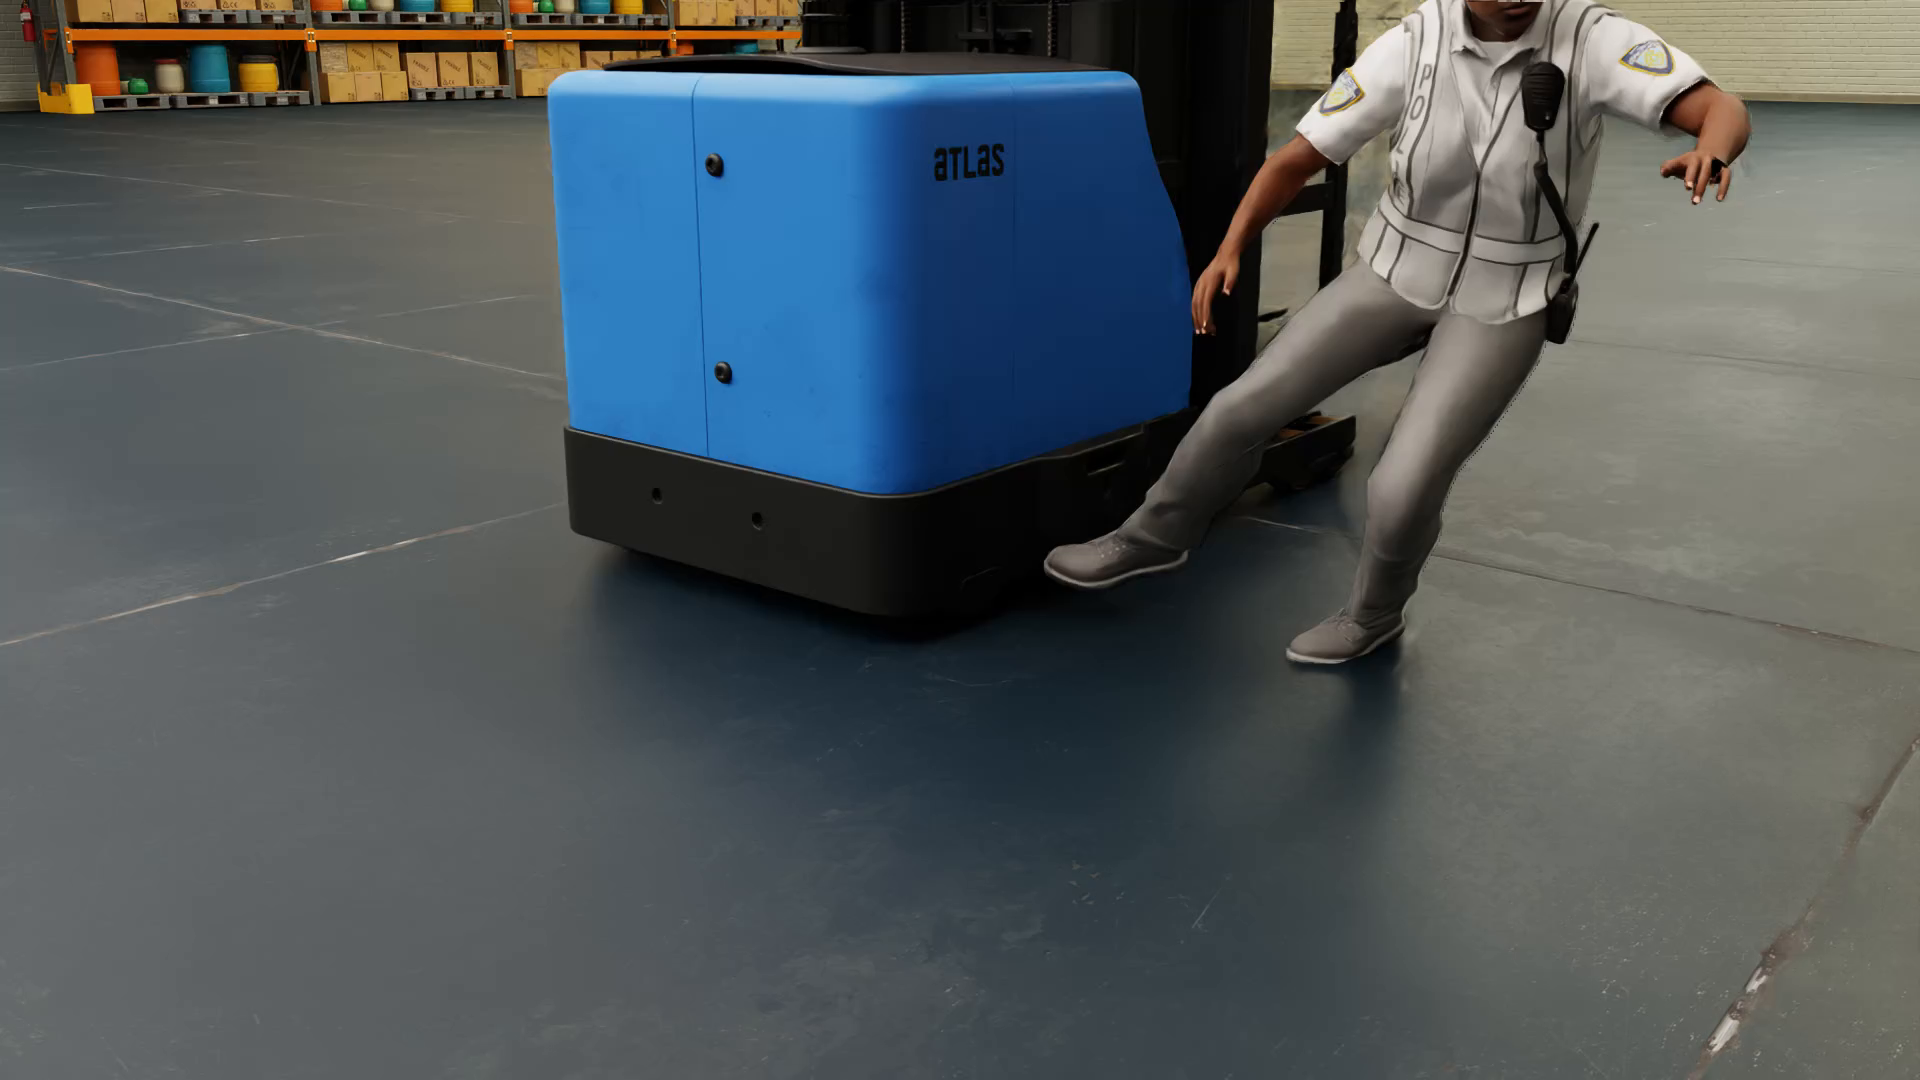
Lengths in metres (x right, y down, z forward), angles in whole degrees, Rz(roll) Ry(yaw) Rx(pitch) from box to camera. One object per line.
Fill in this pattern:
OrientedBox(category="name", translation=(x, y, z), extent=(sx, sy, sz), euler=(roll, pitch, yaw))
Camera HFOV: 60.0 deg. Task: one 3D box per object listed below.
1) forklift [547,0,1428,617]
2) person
OrientedBox(category="forklift", translation=(0.424, -1.611, 4.204), extent=(1.130, 2.935, 3.031), euler=(13, 21, 37))
OrientedBox(category="person", translation=(0.673, -0.403, 2.889), extent=(1.196, 1.423, 0.879), euler=(7, 18, 23))
